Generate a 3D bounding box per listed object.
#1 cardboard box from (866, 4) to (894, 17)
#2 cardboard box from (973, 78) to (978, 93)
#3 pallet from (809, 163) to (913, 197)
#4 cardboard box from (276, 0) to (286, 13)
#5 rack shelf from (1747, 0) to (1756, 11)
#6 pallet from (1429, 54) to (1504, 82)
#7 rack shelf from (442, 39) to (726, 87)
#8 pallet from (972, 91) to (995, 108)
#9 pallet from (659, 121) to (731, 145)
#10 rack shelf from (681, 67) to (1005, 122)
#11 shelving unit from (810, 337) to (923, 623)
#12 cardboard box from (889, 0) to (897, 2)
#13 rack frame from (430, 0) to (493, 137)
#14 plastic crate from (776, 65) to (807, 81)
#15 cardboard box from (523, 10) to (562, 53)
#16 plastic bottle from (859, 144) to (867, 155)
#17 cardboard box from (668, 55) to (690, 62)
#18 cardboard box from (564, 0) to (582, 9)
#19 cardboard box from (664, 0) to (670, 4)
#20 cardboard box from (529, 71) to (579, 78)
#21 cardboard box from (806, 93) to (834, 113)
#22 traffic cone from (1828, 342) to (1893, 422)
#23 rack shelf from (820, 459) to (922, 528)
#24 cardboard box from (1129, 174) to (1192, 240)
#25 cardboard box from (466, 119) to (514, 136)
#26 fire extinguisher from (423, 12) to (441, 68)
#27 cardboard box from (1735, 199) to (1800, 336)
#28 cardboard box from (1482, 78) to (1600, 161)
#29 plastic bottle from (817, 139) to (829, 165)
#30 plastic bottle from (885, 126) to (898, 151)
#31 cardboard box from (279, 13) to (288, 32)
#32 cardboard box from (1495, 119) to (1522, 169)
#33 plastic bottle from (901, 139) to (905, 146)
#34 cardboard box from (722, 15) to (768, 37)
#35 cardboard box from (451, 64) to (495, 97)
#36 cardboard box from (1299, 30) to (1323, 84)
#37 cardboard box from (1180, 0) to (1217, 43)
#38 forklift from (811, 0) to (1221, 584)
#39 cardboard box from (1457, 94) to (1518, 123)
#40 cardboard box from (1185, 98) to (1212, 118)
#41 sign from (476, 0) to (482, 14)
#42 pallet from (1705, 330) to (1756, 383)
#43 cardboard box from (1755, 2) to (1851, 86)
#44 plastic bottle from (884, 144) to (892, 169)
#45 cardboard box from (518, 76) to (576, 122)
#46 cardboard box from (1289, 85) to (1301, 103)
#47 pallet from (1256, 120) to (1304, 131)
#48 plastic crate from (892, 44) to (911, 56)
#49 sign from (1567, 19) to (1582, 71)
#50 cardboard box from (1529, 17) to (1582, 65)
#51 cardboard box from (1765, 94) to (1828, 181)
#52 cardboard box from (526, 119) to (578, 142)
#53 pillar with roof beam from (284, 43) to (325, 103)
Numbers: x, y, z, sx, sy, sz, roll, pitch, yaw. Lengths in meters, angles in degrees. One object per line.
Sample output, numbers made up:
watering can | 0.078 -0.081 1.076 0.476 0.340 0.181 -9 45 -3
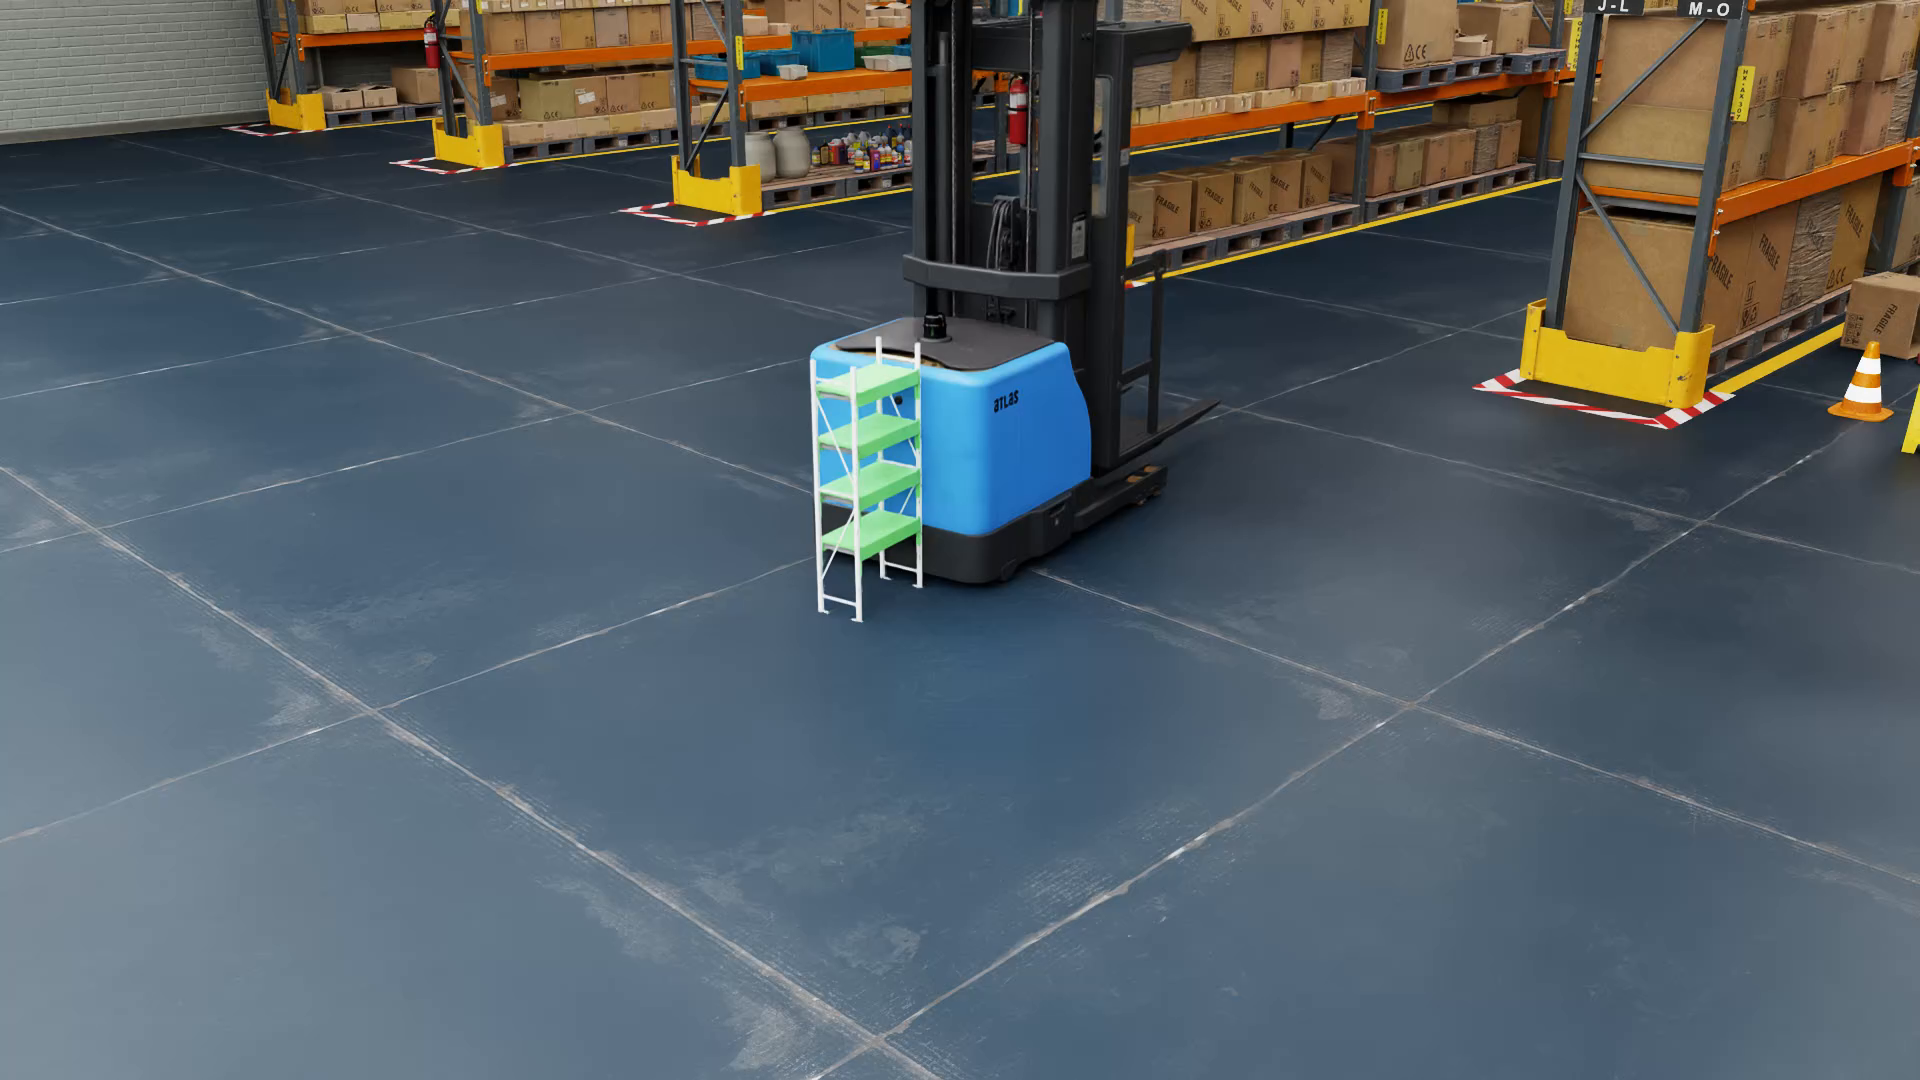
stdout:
cardboard box | -1.353 -8.018 25.379 0.500 0.311 0.500 19 28 40
cardboard box | -0.068 -7.325 26.323 0.500 0.500 0.500 -19 28 -40
pallet | -1.184 -4.193 19.190 1.003 0.211 1.213 19 28 41
cardboard box | -9.547 -7.887 24.050 0.500 0.500 0.500 19 28 40
rack shelf | 5.802 -4.016 11.663 1.077 0.370 4.000 19 28 41
pallet | 5.153 -5.152 18.066 1.003 0.211 1.213 19 28 41
rack shelf | -4.776 -6.363 21.951 1.077 0.370 4.000 19 28 41
pallet | -0.043 -7.122 26.810 1.003 0.211 1.213 19 28 41
pallet | -3.966 -5.718 23.156 1.003 0.211 1.213 19 28 41
rack shelf | -1.230 -5.122 18.724 1.077 0.370 4.000 19 28 41
shelving unit | -0.418 -0.280 7.630 0.258 1.200 0.503 13 25 31
cardboard box | -1.385 -10.243 31.364 0.380 0.149 0.250 20 28 41
rack frame | -6.172 -6.185 20.485 1.000 3.000 0.127 19 28 41
plastic crate | -1.770 -4.971 17.693 0.298 0.136 0.250 19 28 41
cardboard box | -5.474 -6.484 21.125 0.500 0.500 0.700 -19 28 -41
plastic bottle | -1.136 -4.543 19.501 0.097 0.201 0.097 0 21 0
cardboard box | -5.050 -8.217 28.644 0.700 0.500 0.500 19 28 41
cardboard box | -5.025 -6.847 21.164 0.380 0.149 0.250 18 27 39
cardboard box | -3.955 -7.240 22.187 0.380 0.149 0.250 19 28 41
cardboard box | -5.324 -5.920 21.999 0.500 0.500 0.500 19 28 41
cardboard box | -2.205 -6.432 24.376 0.500 0.250 0.500 18 28 39
traffic cone | 5.795 -1.034 10.620 0.336 0.463 0.334 19 28 41
rack shelf | -0.418 -0.220 7.653 0.258 0.148 0.480 13 25 31
cardboard box | 1.764 -3.052 15.234 0.500 0.500 0.500 -12 24 -28
cardboard box | -6.009 -5.309 21.454 0.500 0.250 0.500 19 28 41
fire extinguisher | -6.587 -6.235 20.722 0.296 0.674 0.183 19 28 41
cardboard box | 5.445 -2.059 12.127 0.875 0.875 0.875 19 28 40
cardboard box | 7.001 -5.137 20.136 1.225 0.875 0.875 18 27 38
plastic bottle | -1.590 -4.498 19.269 0.133 0.283 0.061 -19 28 -41
plastic bottle | -0.827 -4.789 19.933 0.144 0.351 0.185 18 27 38
cardboard box | -9.536 -7.532 24.170 0.500 0.250 0.500 -20 28 -41
cardboard box | 6.051 -4.622 19.290 0.700 0.500 0.500 17 27 38
plastic bottle | -0.630 -4.525 19.341 0.061 0.283 0.133 19 28 41
cardboard box | -3.069 -7.281 23.545 0.500 0.250 0.500 -18 27 -39
cardboard box | -7.628 -7.214 26.033 0.500 0.500 0.500 17 27 37
cardboard box | 2.982 -4.698 16.063 0.875 0.500 0.500 19 28 41
cardboard box | 1.856 -4.557 14.301 0.500 0.500 0.500 19 28 41
forklift | 0.493 -1.637 8.749 1.130 2.935 3.031 13 25 31
cardboard box | 6.058 -4.970 19.149 0.500 0.250 0.500 -19 28 -40
cardboard box | 2.005 -3.853 14.768 0.380 0.149 0.250 19 28 41
sign | -5.778 -6.485 19.950 0.100 0.325 0.005 19 28 41
pallet | 4.908 -1.361 11.820 1.003 0.211 1.213 19 28 41
cardboard box | 5.775 -3.540 11.890 0.875 0.550 0.500 19 28 41
plastic bottle | -0.828 -4.378 18.973 0.097 0.271 0.097 0 21 0
cardboard box | -5.291 -5.659 21.318 0.500 0.500 0.500 19 28 41
cardboard box | 3.012 -4.252 15.807 0.380 0.149 0.250 19 28 41
pallet | 4.327 -6.224 24.474 1.003 0.211 1.213 19 28 41
plastic crate | -0.412 -5.551 19.042 0.499 0.251 0.616 19 28 41
sign | 4.028 -3.228 10.847 0.100 0.325 0.005 19 28 41
cardboard box | 7.038 -5.864 19.512 0.500 0.500 0.500 -19 28 -40
cardboard box | 5.482 -2.873 11.660 0.875 0.550 0.550 19 28 41
cardboard box | -5.292 -5.309 21.453 0.500 0.250 0.500 19 28 41
pillar with roof beam | -6.770 -9.543 20.860 9.100 9.000 0.400 19 28 41
